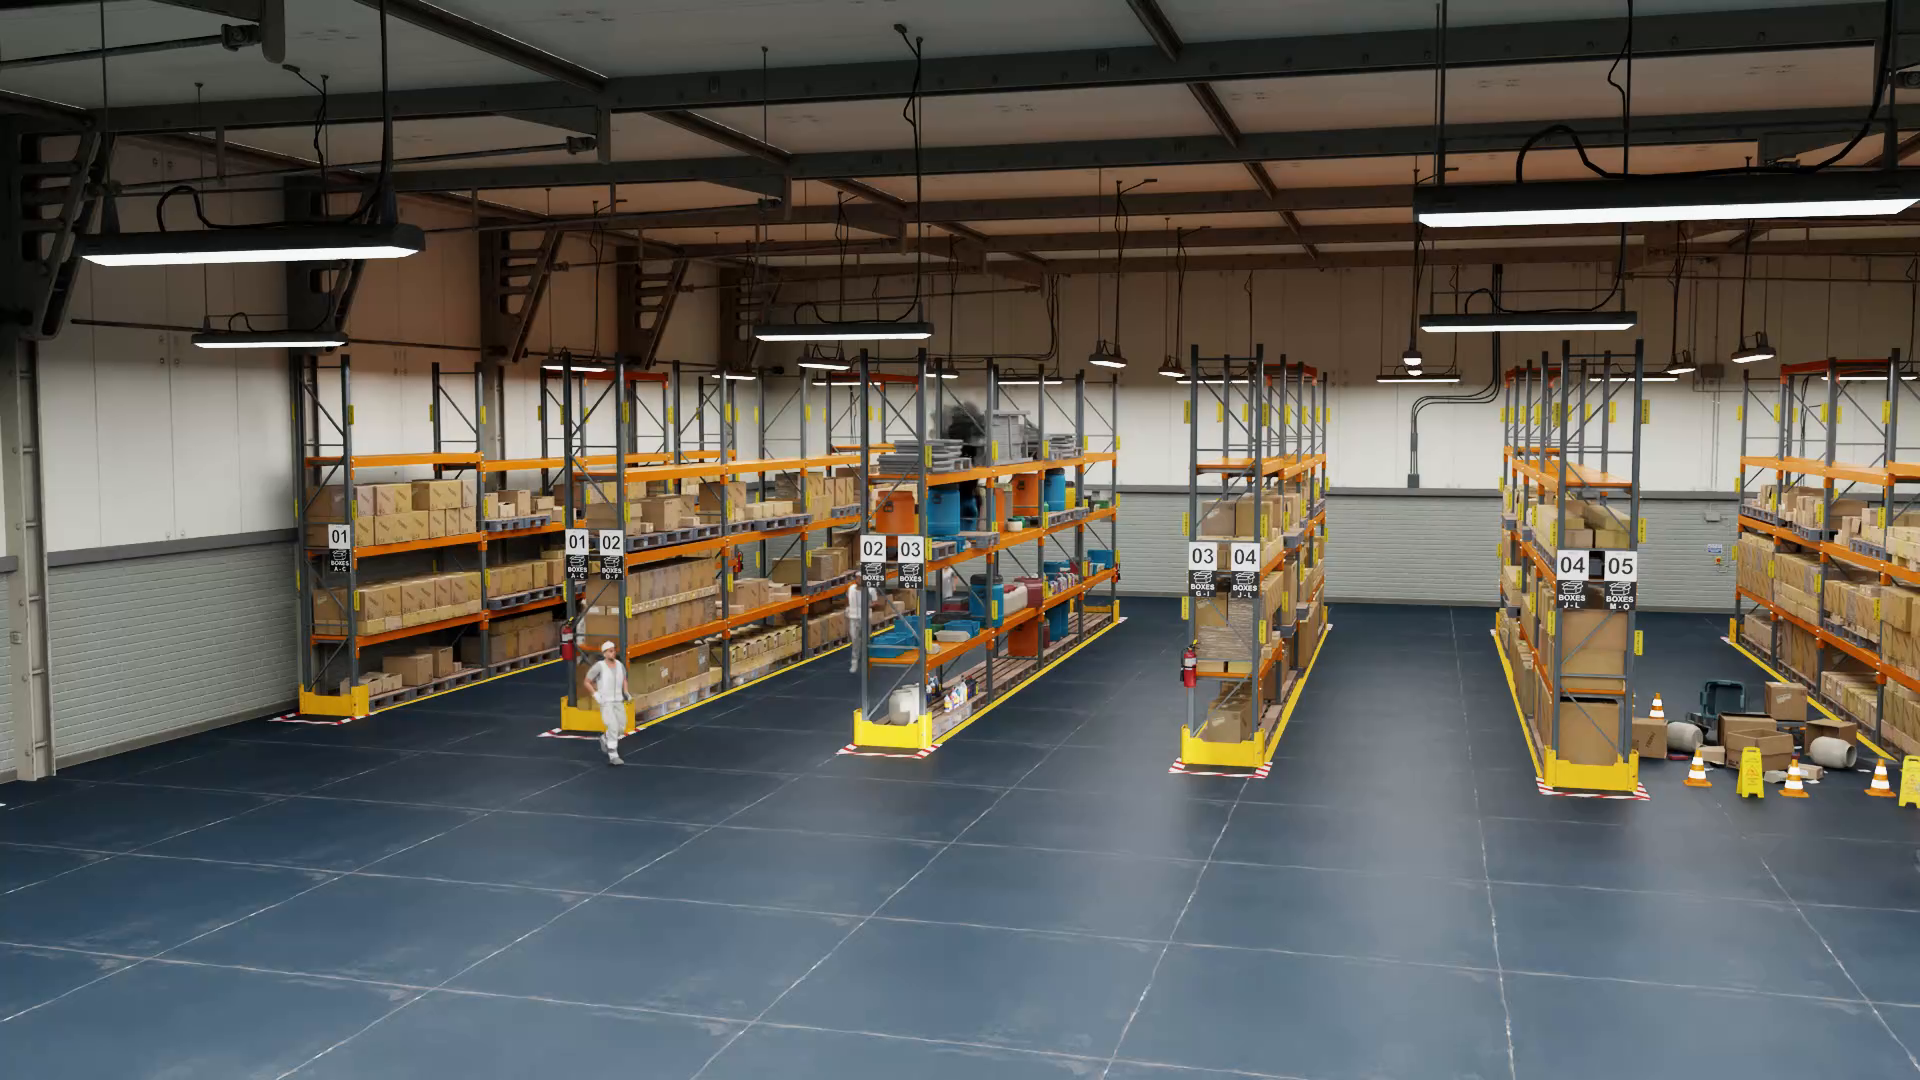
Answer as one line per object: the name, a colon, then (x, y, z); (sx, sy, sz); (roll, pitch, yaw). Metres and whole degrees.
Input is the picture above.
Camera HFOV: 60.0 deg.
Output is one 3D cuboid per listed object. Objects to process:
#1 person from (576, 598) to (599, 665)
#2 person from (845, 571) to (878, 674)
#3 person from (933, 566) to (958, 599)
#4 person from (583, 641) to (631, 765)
person: (-6.636, 1.906, 29.572); (0.661, 1.759, 0.677); (1, 4, 14)
person: (-1.854, 1.520, 31.039); (0.682, 1.889, 0.661); (1, 4, 11)
person: (-0.358, 1.250, 38.619); (0.561, 1.667, 0.957); (1, 4, 7)
person: (-5.071, 2.329, 23.915); (0.705, 1.755, 0.681); (4, 6, 45)
